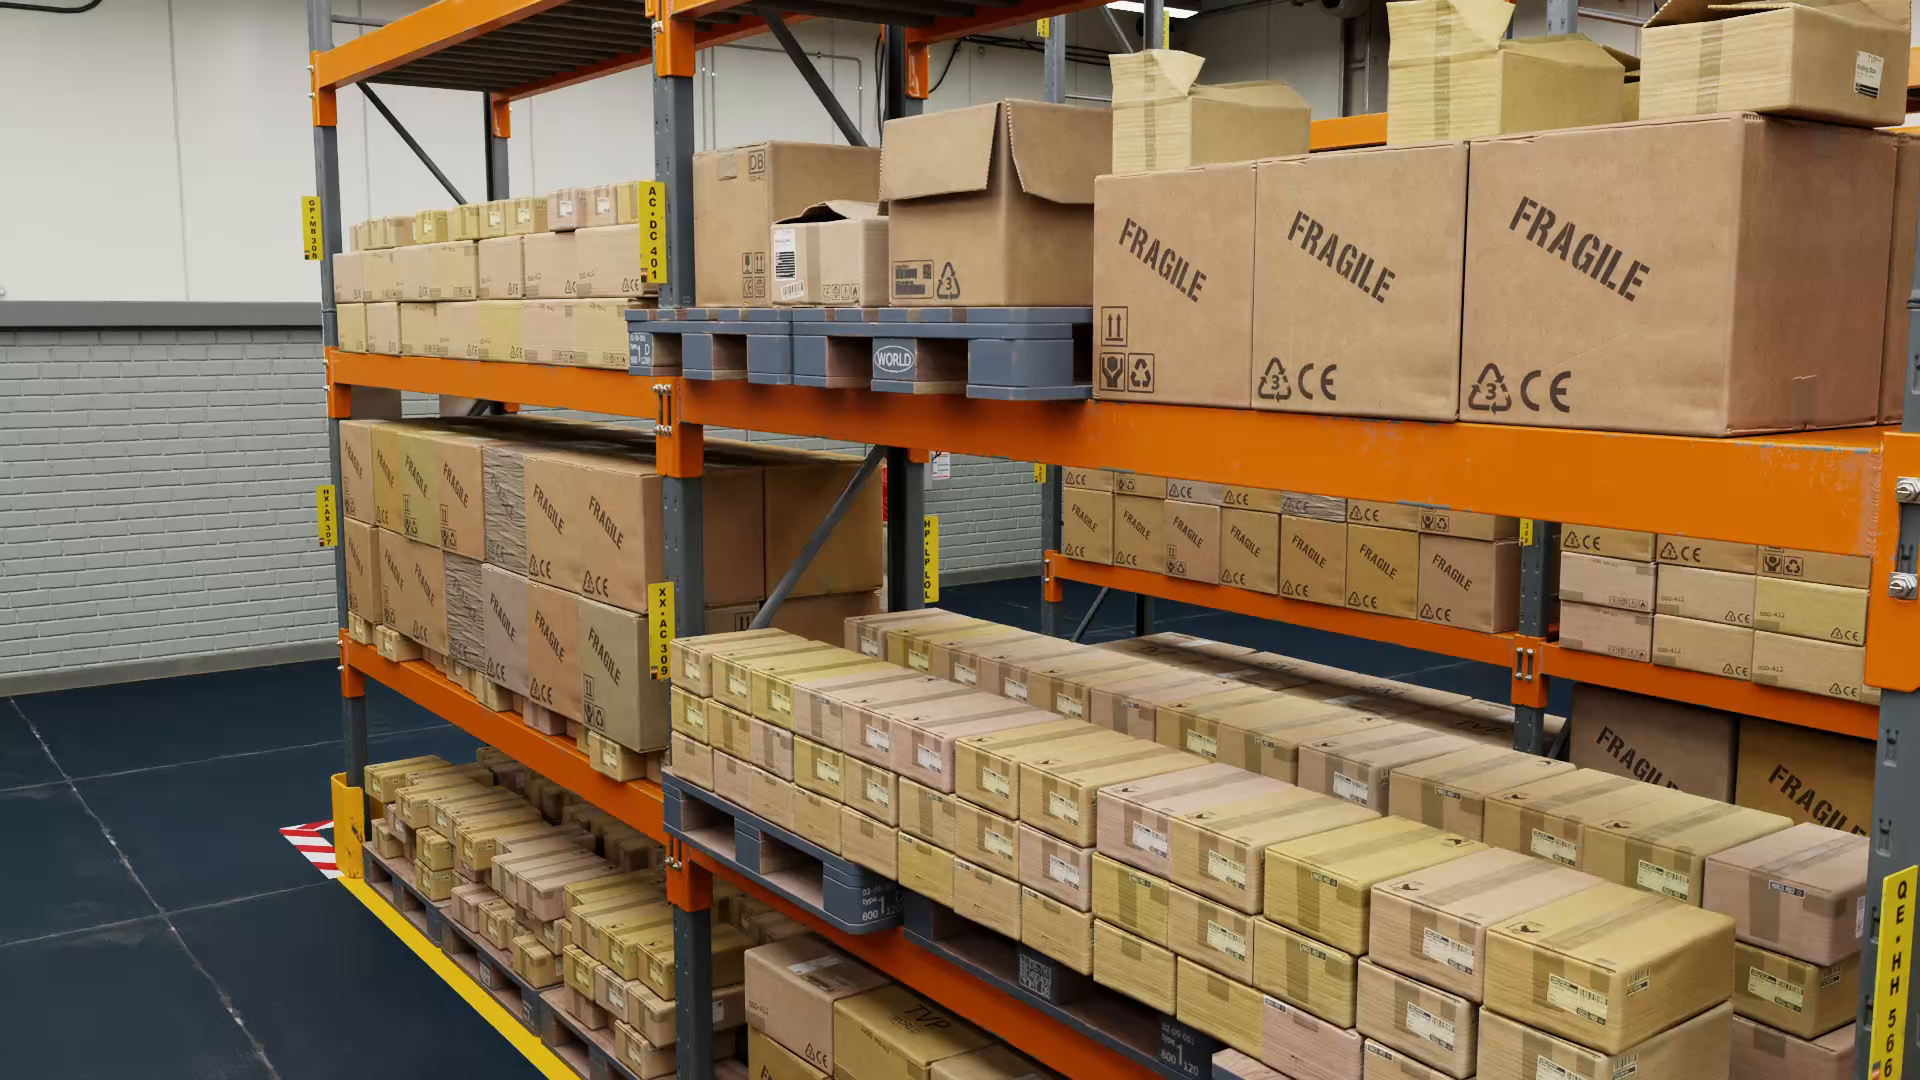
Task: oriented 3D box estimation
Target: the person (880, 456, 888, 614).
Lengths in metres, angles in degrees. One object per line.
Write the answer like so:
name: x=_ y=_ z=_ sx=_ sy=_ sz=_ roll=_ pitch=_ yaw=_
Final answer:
person: x=-0.677 y=-0.040 z=16.151 sx=0.594 sy=1.725 sz=0.393 roll=-6 pitch=10 yaw=-39
